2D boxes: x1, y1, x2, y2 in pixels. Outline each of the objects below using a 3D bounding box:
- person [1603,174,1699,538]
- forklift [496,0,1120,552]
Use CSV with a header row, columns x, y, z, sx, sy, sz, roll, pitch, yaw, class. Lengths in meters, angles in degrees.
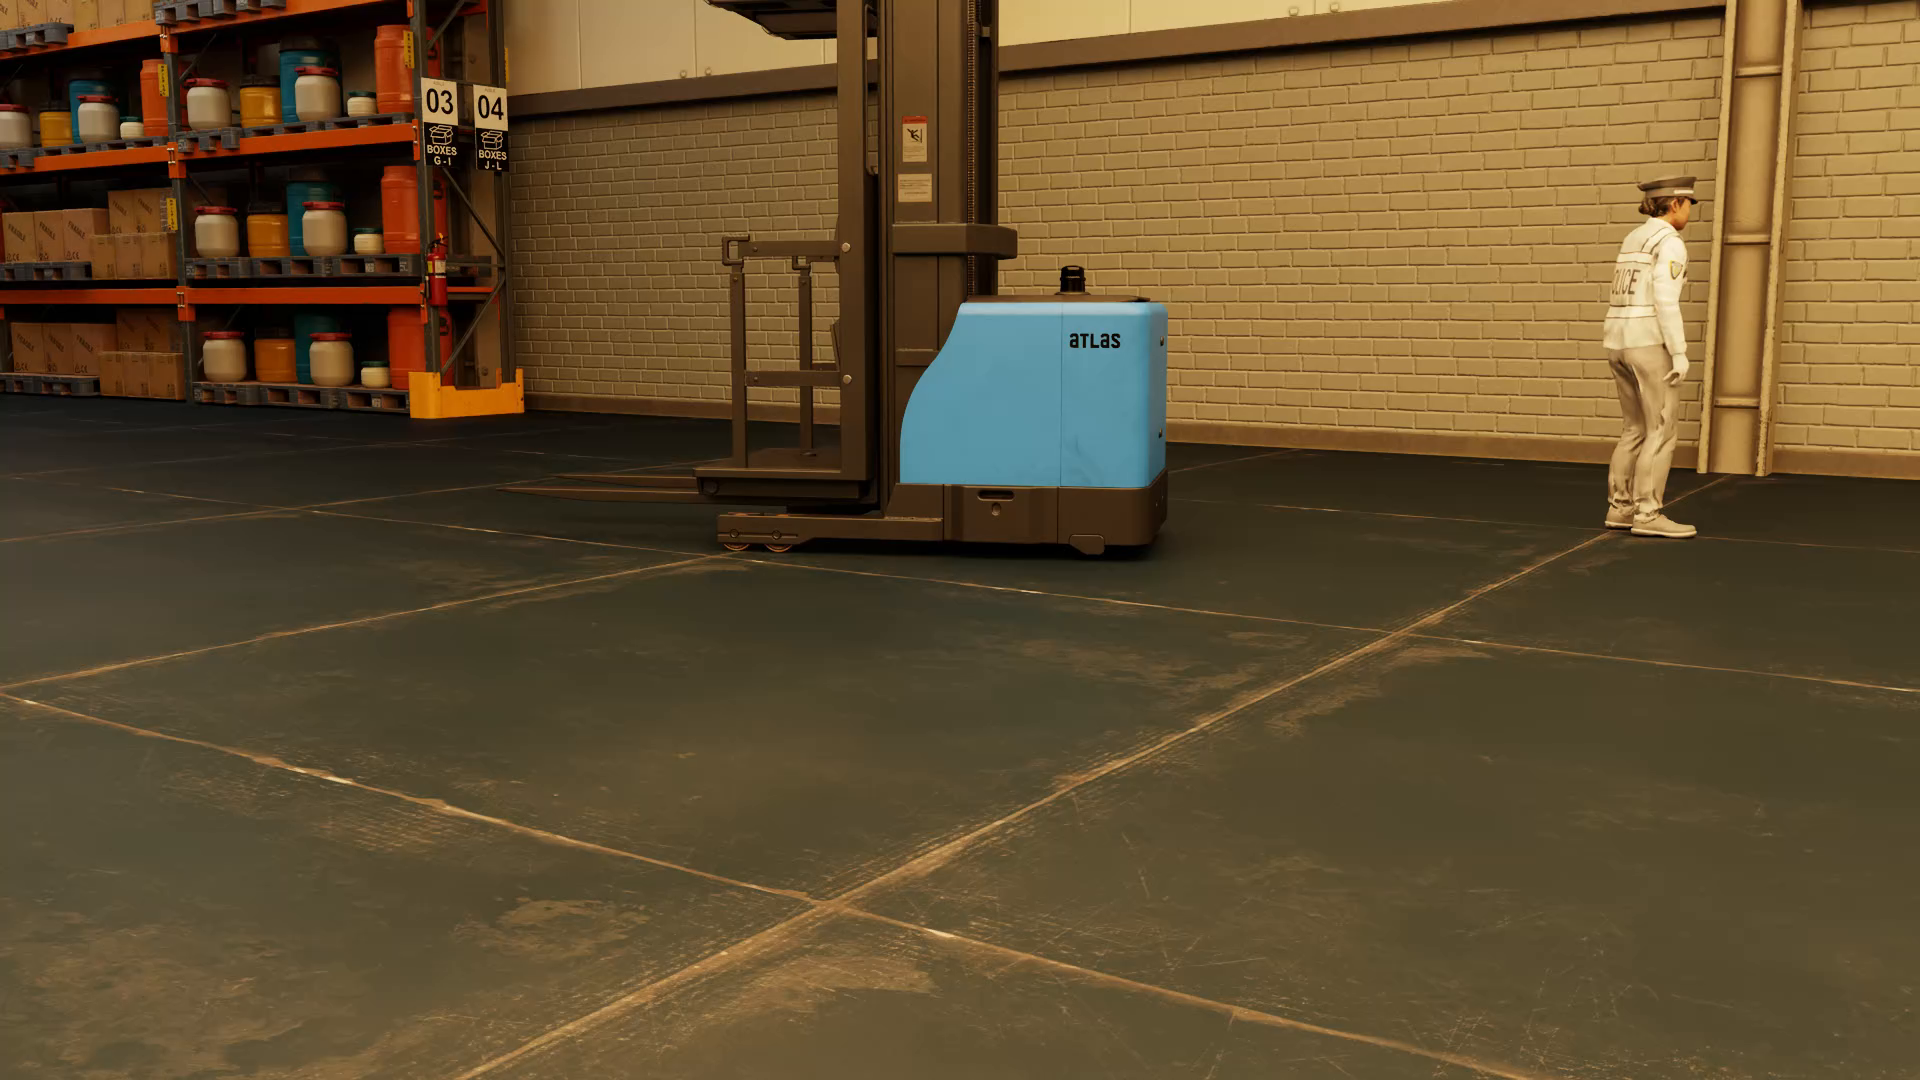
x,y,z,sx,sy,sz,roll,pitch,yaw,class
3.225,-0.864,7.779,0.374,1.664,0.528,-1,8,-4,person
-0.595,-1.469,7.524,3.031,2.935,1.121,2,8,12,forklift
